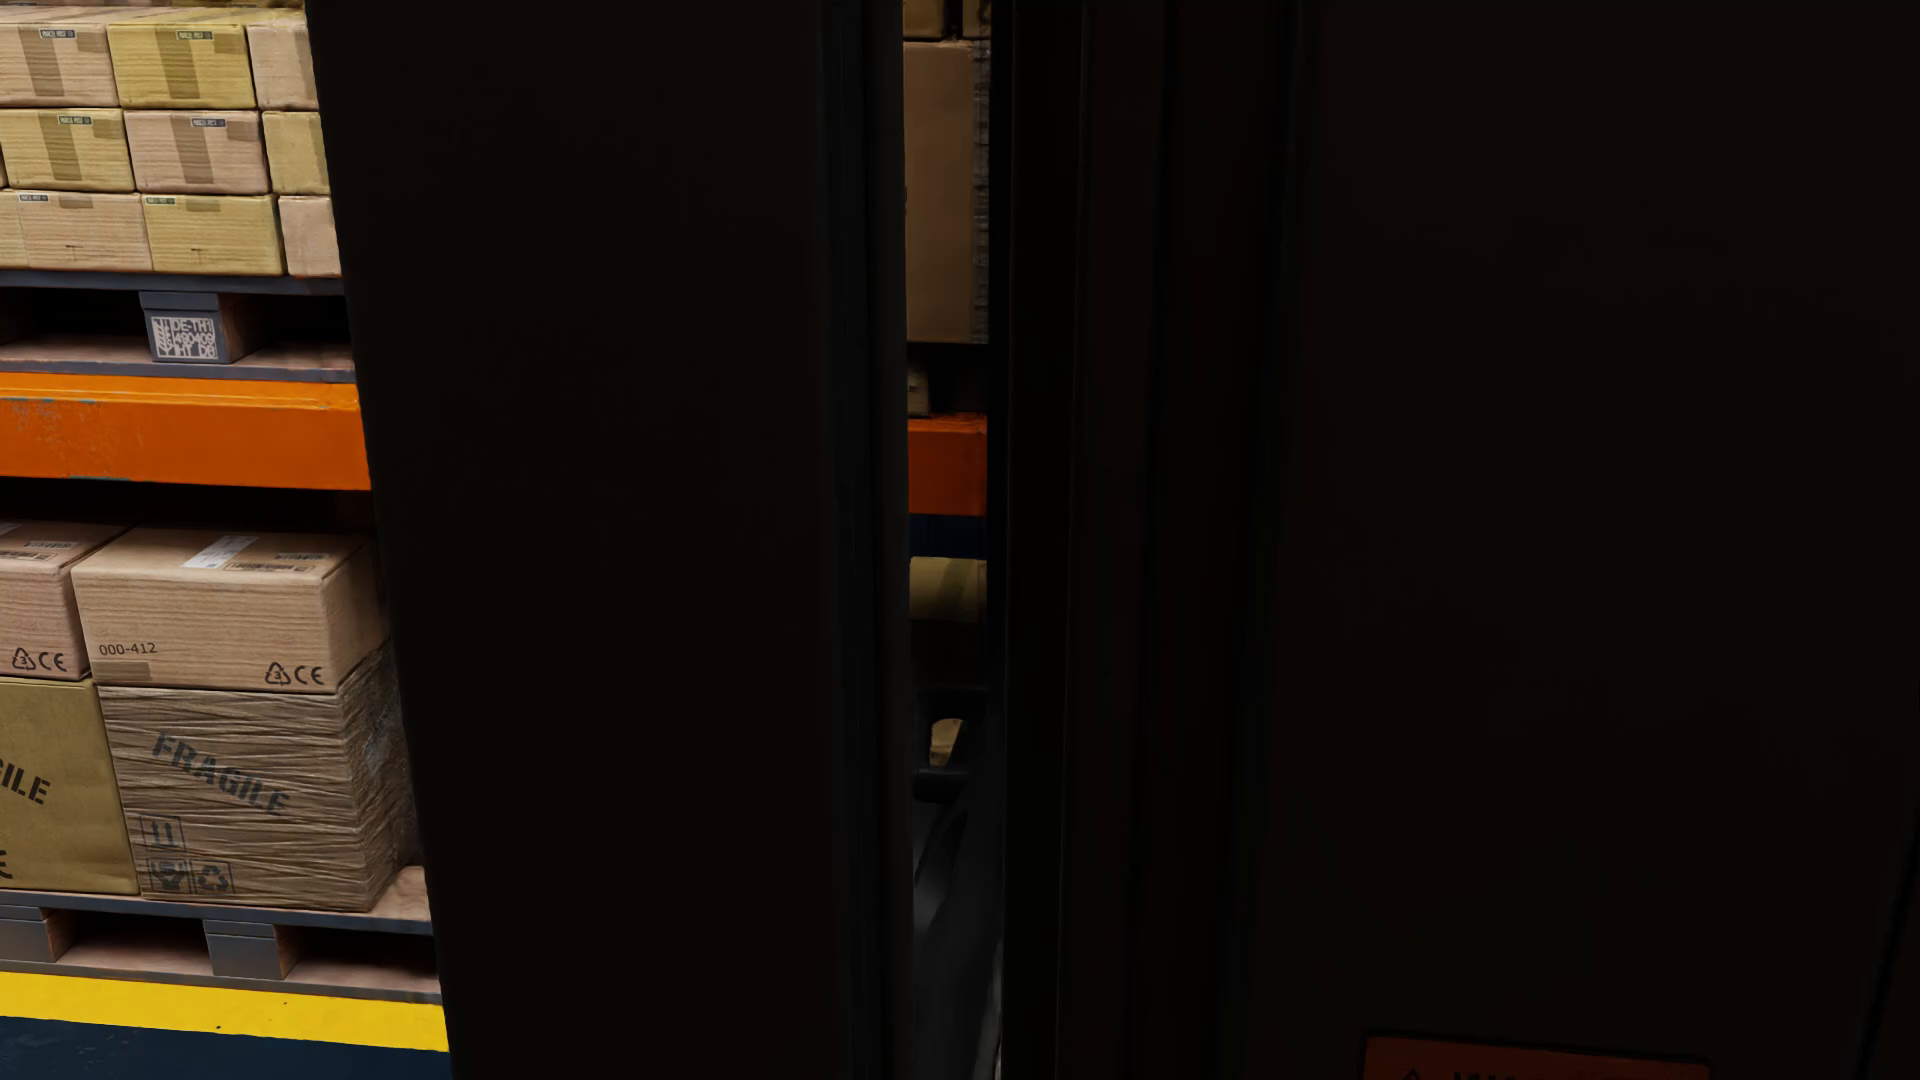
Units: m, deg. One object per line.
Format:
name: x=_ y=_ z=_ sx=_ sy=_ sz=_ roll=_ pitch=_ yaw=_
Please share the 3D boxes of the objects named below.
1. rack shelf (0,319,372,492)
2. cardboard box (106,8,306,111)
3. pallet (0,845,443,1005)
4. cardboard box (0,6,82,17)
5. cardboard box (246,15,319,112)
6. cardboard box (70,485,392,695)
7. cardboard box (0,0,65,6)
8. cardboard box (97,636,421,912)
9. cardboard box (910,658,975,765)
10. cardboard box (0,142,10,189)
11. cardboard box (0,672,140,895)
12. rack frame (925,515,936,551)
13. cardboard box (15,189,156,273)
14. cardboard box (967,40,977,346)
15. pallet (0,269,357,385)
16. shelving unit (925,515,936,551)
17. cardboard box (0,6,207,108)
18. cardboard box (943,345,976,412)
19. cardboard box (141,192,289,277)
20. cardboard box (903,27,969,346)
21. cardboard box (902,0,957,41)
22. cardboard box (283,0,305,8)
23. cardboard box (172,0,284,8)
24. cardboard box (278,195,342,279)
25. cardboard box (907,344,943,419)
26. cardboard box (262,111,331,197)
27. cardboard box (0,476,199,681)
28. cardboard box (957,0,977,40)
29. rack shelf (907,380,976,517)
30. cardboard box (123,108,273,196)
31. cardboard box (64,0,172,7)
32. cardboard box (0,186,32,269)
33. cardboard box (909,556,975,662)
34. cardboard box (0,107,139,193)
rack shelf: x=-2.657 y=-0.342 z=3.704 sx=4.000 sy=0.370 sz=1.077 roll=2 pitch=22 yaw=6
cardboard box: x=-1.359 y=-0.903 z=3.104 sx=0.250 sy=0.149 sz=0.380 roll=2 pitch=22 yaw=5
pallet: x=-1.444 y=0.674 z=3.949 sx=1.213 sy=0.211 sz=1.003 roll=2 pitch=22 yaw=6
cardboard box: x=-1.876 y=-0.926 z=3.163 sx=0.250 sy=0.149 sz=0.380 roll=2 pitch=22 yaw=6
cardboard box: x=-1.092 y=-0.891 z=3.076 sx=0.250 sy=0.149 sz=0.380 roll=3 pitch=22 yaw=9
cardboard box: x=-1.440 y=0.088 z=3.445 sx=0.500 sy=0.250 sz=0.500 roll=2 pitch=22 yaw=5
cardboard box: x=-2.042 y=-1.175 z=3.792 sx=0.250 sy=0.149 sz=0.380 roll=2 pitch=22 yaw=6
cardboard box: x=-1.435 y=0.437 z=3.583 sx=0.500 sy=0.500 sz=0.500 roll=2 pitch=22 yaw=5
cardboard box: x=-0.087 y=0.388 z=3.376 sx=0.250 sy=0.149 sz=0.380 roll=4 pitch=22 yaw=9
cardboard box: x=-1.869 y=-0.785 z=3.211 sx=0.250 sy=0.149 sz=0.380 roll=2 pitch=22 yaw=5
cardboard box: x=-1.945 y=0.415 z=3.640 sx=0.500 sy=0.500 sz=0.500 roll=2 pitch=22 yaw=5
rack frame: x=-0.105 y=-0.563 z=5.731 sx=0.006 sy=1.200 sz=0.240 roll=2 pitch=22 yaw=6
cardboard box: x=-1.594 y=-0.636 z=3.239 sx=0.250 sy=0.149 sz=0.380 roll=2 pitch=22 yaw=6
cardboard box: x=0.284 y=-0.643 z=2.945 sx=0.500 sy=0.500 sz=0.500 roll=2 pitch=22 yaw=6
pallet: x=-1.413 y=-0.587 z=3.606 sx=1.213 sy=0.211 sz=1.003 roll=2 pitch=22 yaw=6
shelving unit: x=-0.014 y=-0.559 z=5.721 sx=0.189 sy=1.200 sz=0.258 roll=2 pitch=22 yaw=6
cardboard box: x=-1.616 y=-0.914 z=3.134 sx=0.250 sy=0.149 sz=0.380 roll=2 pitch=22 yaw=5
cardboard box: x=0.108 y=-0.365 z=3.125 sx=0.250 sy=0.149 sz=0.380 roll=2 pitch=22 yaw=4
cardboard box: x=-1.347 y=-0.624 z=3.210 sx=0.250 sy=0.149 sz=0.380 roll=3 pitch=22 yaw=7
cardboard box: x=-0.209 y=-0.661 z=2.992 sx=0.500 sy=0.500 sz=0.500 roll=2 pitch=22 yaw=5
cardboard box: x=-0.251 y=-1.131 z=2.821 sx=0.500 sy=0.500 sz=0.500 roll=3 pitch=22 yaw=8
cardboard box: x=-1.286 y=-1.140 z=3.705 sx=0.250 sy=0.149 sz=0.380 roll=3 pitch=22 yaw=8
cardboard box: x=-1.540 y=-1.152 z=3.735 sx=0.250 sy=0.149 sz=0.380 roll=3 pitch=22 yaw=7
cardboard box: x=-1.088 y=-0.613 z=3.182 sx=0.250 sy=0.149 sz=0.380 roll=2 pitch=22 yaw=5
cardboard box: x=-0.163 y=-0.357 z=3.106 sx=0.250 sy=0.149 sz=0.380 roll=3 pitch=22 yaw=8
cardboard box: x=-1.089 y=-0.752 z=3.128 sx=0.250 sy=0.149 sz=0.380 roll=3 pitch=22 yaw=8
cardboard box: x=-1.949 y=0.061 z=3.514 sx=0.500 sy=0.250 sz=0.500 roll=4 pitch=22 yaw=9
cardboard box: x=0.265 y=-1.115 z=2.778 sx=0.500 sy=0.500 sz=0.500 roll=2 pitch=22 yaw=5
rack shelf: x=1.315 y=-0.169 z=3.266 sx=4.000 sy=0.370 sz=1.077 roll=2 pitch=22 yaw=6
cardboard box: x=-1.351 y=-0.763 z=3.156 sx=0.250 sy=0.149 sz=0.380 roll=3 pitch=22 yaw=7
cardboard box: x=-1.787 y=-1.164 z=3.765 sx=0.250 sy=0.149 sz=0.380 roll=2 pitch=22 yaw=6
cardboard box: x=-1.843 y=-0.647 z=3.267 sx=0.250 sy=0.149 sz=0.380 roll=1 pitch=22 yaw=4
cardboard box: x=-0.028 y=0.181 z=3.900 sx=0.250 sy=0.149 sz=0.380 roll=3 pitch=22 yaw=7
cardboard box: x=-1.597 y=-0.775 z=3.186 sx=0.250 sy=0.149 sz=0.380 roll=3 pitch=22 yaw=9
